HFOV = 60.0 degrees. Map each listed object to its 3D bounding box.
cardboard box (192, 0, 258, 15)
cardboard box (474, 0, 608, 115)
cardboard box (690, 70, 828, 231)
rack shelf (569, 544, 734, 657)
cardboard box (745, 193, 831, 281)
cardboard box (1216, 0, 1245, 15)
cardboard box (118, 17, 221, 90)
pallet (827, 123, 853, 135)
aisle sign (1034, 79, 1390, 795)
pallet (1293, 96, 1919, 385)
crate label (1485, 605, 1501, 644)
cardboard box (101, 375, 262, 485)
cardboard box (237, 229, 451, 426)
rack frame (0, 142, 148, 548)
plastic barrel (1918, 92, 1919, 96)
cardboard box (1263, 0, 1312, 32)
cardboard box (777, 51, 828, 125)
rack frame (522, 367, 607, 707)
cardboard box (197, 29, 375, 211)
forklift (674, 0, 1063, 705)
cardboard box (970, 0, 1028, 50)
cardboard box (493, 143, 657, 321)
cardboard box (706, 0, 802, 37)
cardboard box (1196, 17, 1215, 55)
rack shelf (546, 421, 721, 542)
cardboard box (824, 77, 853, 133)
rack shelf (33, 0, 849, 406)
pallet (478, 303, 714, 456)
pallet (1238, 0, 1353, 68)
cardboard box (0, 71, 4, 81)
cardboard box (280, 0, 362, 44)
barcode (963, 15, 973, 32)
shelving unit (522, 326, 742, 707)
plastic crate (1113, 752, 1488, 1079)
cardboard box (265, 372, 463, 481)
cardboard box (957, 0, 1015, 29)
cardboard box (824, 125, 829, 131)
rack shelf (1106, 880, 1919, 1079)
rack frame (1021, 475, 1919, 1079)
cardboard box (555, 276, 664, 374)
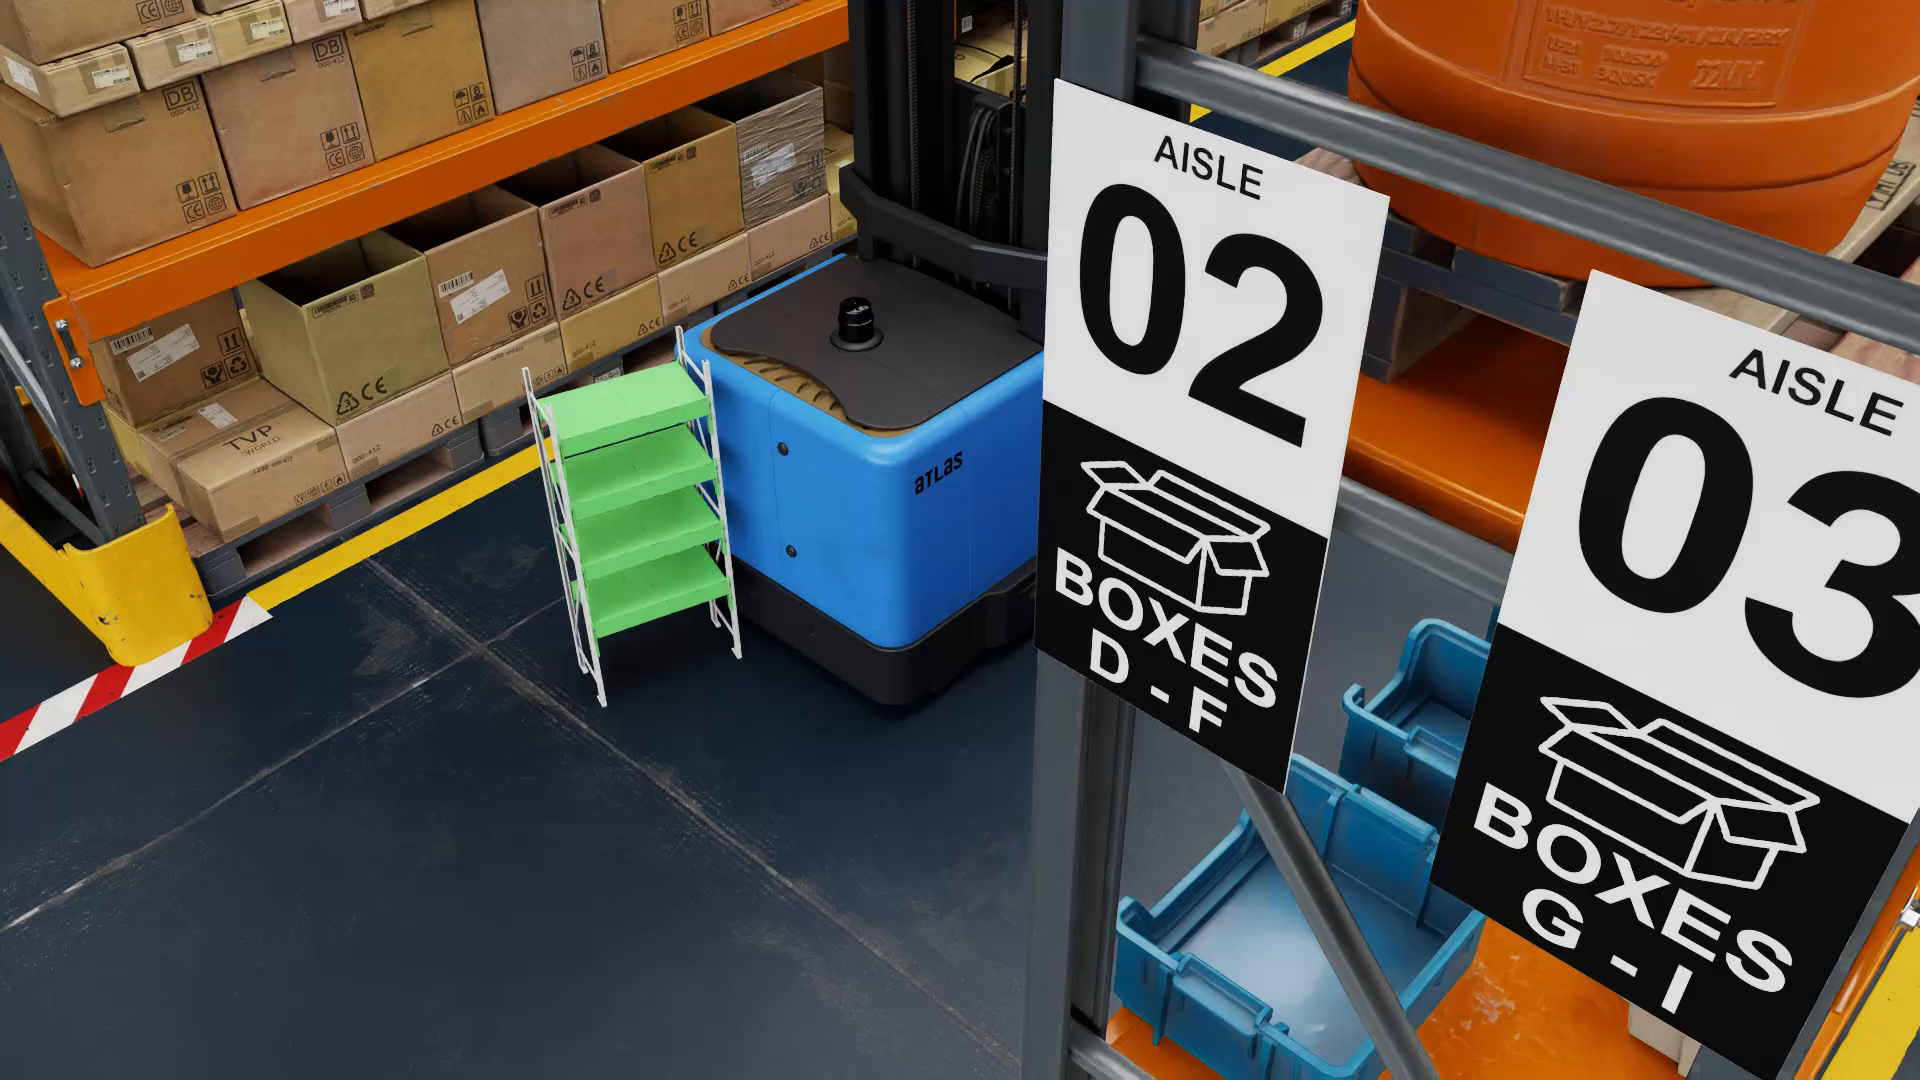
[{"bbox_3d":[-2.431,-2.082,5.335,0.700,0.500,0.500,28,46,31],"label":"cardboard box"},{"bbox_3d":[-1.775,-2.018,6.298,0.700,0.500,0.500,31,48,33],"label":"cardboard box"},{"bbox_3d":[-0.941,-1.747,7.307,0.500,0.500,0.500,30,47,32],"label":"cardboard box"},{"bbox_3d":[-1.031,0.185,5.542,0.480,0.148,0.258,-19,42,-22],"label":"rack shelf"},{"bbox_3d":[-0.939,-1.453,7.539,0.500,0.250,0.500,30,47,32],"label":"cardboard box"},{"bbox_3d":[1.395,-3.224,9.316,0.500,0.311,0.500,29,47,32],"label":"cardboard box"},{"bbox_3d":[-2.542,-1.563,5.204,0.380,0.149,0.250,28,46,31],"label":"cardboard box"},{"bbox_3d":[0.025,-2.159,8.795,1.003,0.211,1.213,30,47,32],"label":"pallet"},{"bbox_3d":[0.244,-0.085,1.858,0.394,0.787,0.004,30,47,32],"label":"aisle sign"},{"bbox_3d":[1.142,-0.415,2.104,1.003,0.211,1.213,30,47,32],"label":"pallet"},{"bbox_3d":[1.554,0.051,3.747,0.502,0.435,0.616,30,47,32],"label":"crate label"},{"bbox_3d":[-2.998,-0.516,6.361,0.500,0.250,0.500,30,47,32],"label":"cardboard box"},{"bbox_3d":[-2.280,-0.823,6.144,0.500,0.500,0.500,30,47,32],"label":"cardboard box"},{"bbox_3d":[-3.142,-1.058,5.170,1.000,3.000,0.127,30,47,32],"label":"rack frame"},{"bbox_3d":[1.187,-0.965,2.155,0.600,0.588,0.600,0,38,0],"label":"plastic barrel"},{"bbox_3d":[1.735,-3.239,9.785,0.500,0.250,0.500,29,47,31],"label":"cardboard box"},{"bbox_3d":[-0.987,-2.195,7.870,0.500,0.500,0.500,30,47,32],"label":"cardboard box"},{"bbox_3d":[-1.244,0.021,5.260,0.015,1.200,0.240,-19,42,-22],"label":"rack frame"},{"bbox_3d":[-2.467,-1.549,5.708,0.700,0.500,0.500,31,48,33],"label":"cardboard box"},{"bbox_3d":[0.425,-1.437,5.702,1.130,2.935,3.031,30,47,32],"label":"forklift"},{"bbox_3d":[0.361,-2.516,8.425,0.500,0.311,0.500,29,47,31],"label":"cardboard box"},{"bbox_3d":[-1.602,-1.280,6.719,0.500,0.500,0.500,30,47,32],"label":"cardboard box"},{"bbox_3d":[-1.089,-2.483,6.882,0.700,0.500,0.500,29,47,31],"label":"cardboard box"},{"bbox_3d":[1.049,-2.771,9.197,0.500,0.250,0.500,31,48,33],"label":"cardboard box"},{"bbox_3d":[-1.031,-0.191,5.243,0.480,0.148,0.258,-19,42,-22],"label":"rack shelf"},{"bbox_3d":[-0.377,-2.296,8.599,0.500,0.250,0.500,29,47,31],"label":"cardboard box"},{"bbox_3d":[-1.793,-1.695,6.549,1.077,0.370,4.000,30,47,32],"label":"rack shelf"},{"bbox_3d":[-1.834,-0.893,7.203,1.003,0.211,1.213,30,47,32],"label":"pallet"},{"bbox_3d":[1.671,-3.280,10.205,1.003,0.211,1.213,30,47,32],"label":"pallet"},{"bbox_3d":[-3.025,-1.606,5.258,0.380,0.149,0.250,29,47,31],"label":"cardboard box"},{"bbox_3d":[-2.201,-1.792,5.492,0.380,0.149,0.250,29,47,31],"label":"cardboard box"},{"bbox_3d":[0.036,-2.407,7.751,0.001,0.075,0.075,30,47,32],"label":"barcode"},{"bbox_3d":[-1.031,-0.053,5.353,0.503,1.200,0.258,-19,42,-22],"label":"shelving unit"},{"bbox_3d":[0.629,0.727,3.046,0.499,0.251,0.616,30,47,32],"label":"plastic crate"},{"bbox_3d":[-2.281,-0.530,6.378,0.500,0.250,0.500,30,47,32],"label":"cardboard box"},{"bbox_3d":[-0.035,-2.751,8.721,0.500,0.311,0.500,31,48,33],"label":"cardboard box"},{"bbox_3d":[-0.980,-1.898,8.098,0.500,0.250,0.500,30,47,32],"label":"cardboard box"},{"bbox_3d":[1.861,0.387,3.932,1.077,0.370,4.000,30,47,32],"label":"rack shelf"},{"bbox_3d":[0.512,1.024,2.552,1.000,3.000,0.127,30,47,32],"label":"rack frame"},{"bbox_3d":[-1.603,-0.987,6.953,0.500,0.250,0.500,30,47,32],"label":"cardboard box"}]
